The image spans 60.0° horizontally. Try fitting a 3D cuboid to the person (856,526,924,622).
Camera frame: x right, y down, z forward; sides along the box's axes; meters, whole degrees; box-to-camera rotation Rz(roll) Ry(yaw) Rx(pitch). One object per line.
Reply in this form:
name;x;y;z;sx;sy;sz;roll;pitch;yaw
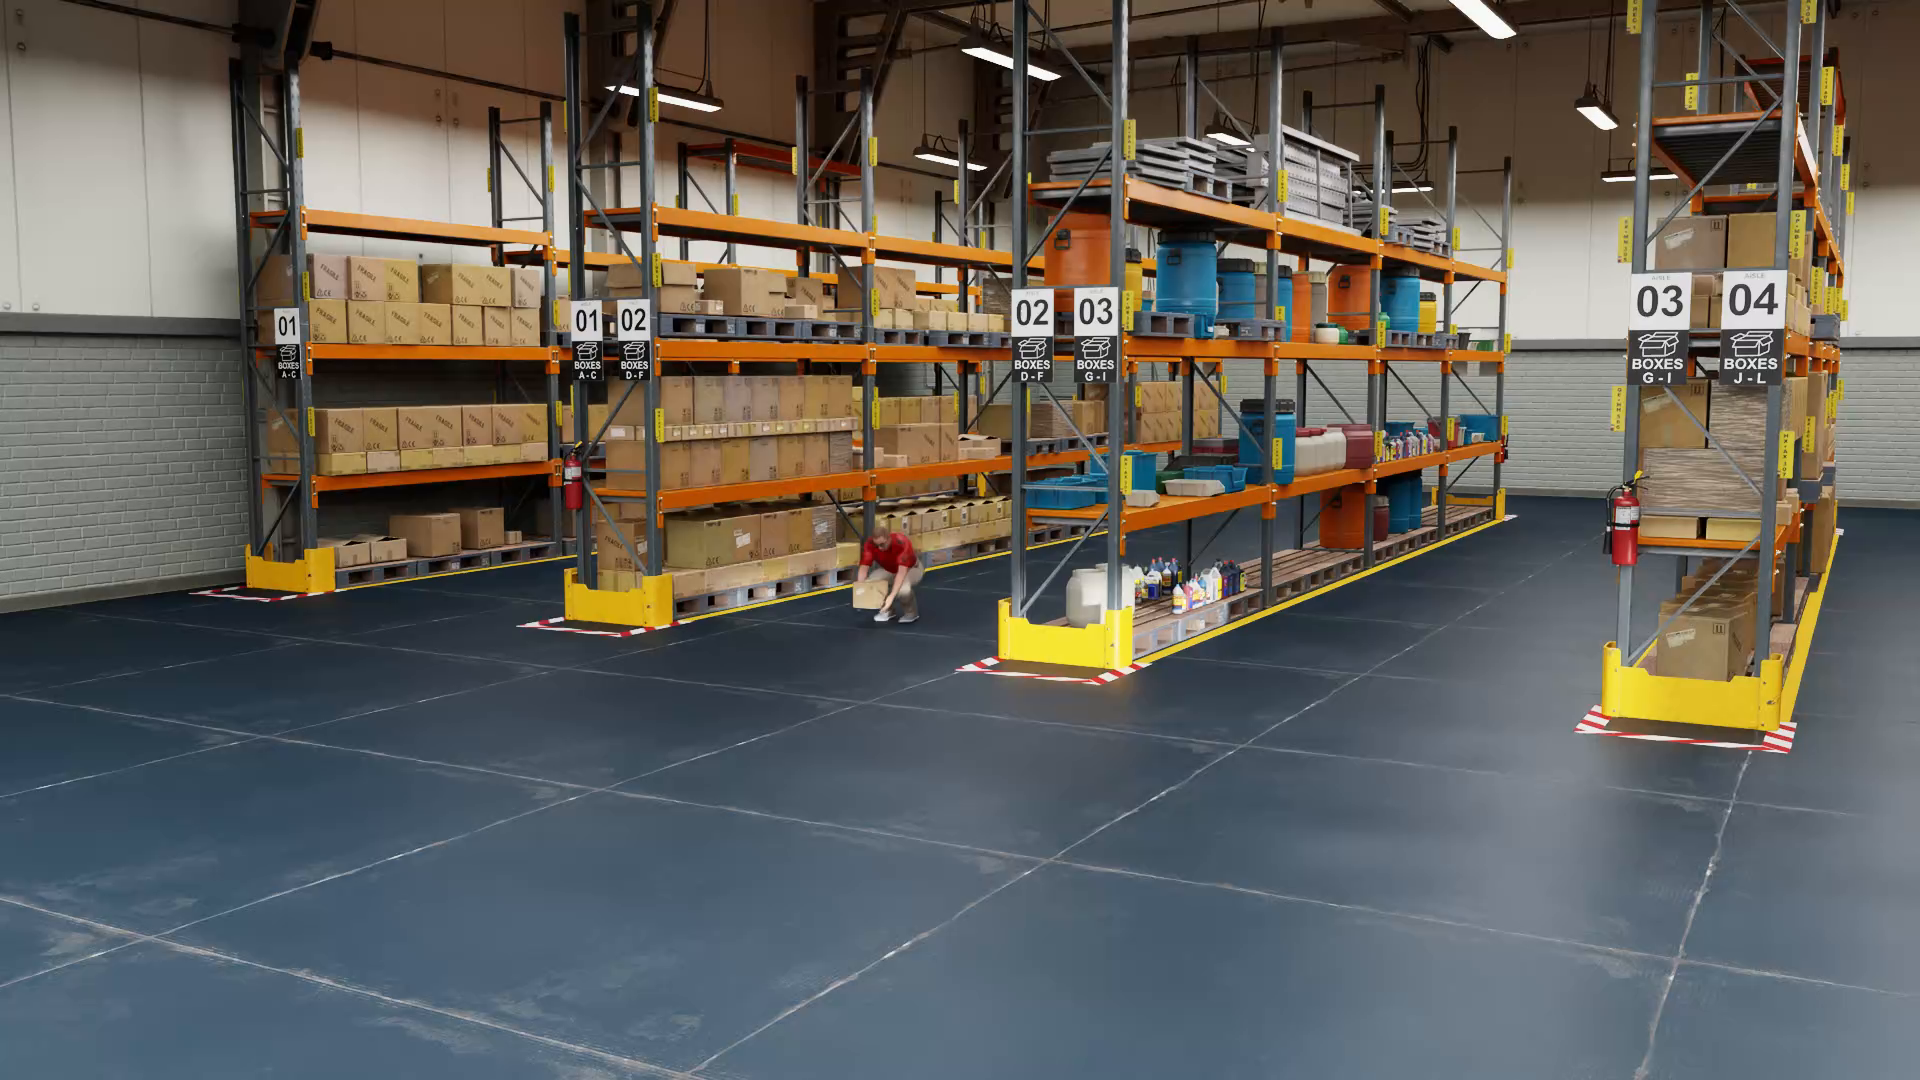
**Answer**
person;-0.677;0.330;16.596;0.566;1.001;0.883;3;7;28
